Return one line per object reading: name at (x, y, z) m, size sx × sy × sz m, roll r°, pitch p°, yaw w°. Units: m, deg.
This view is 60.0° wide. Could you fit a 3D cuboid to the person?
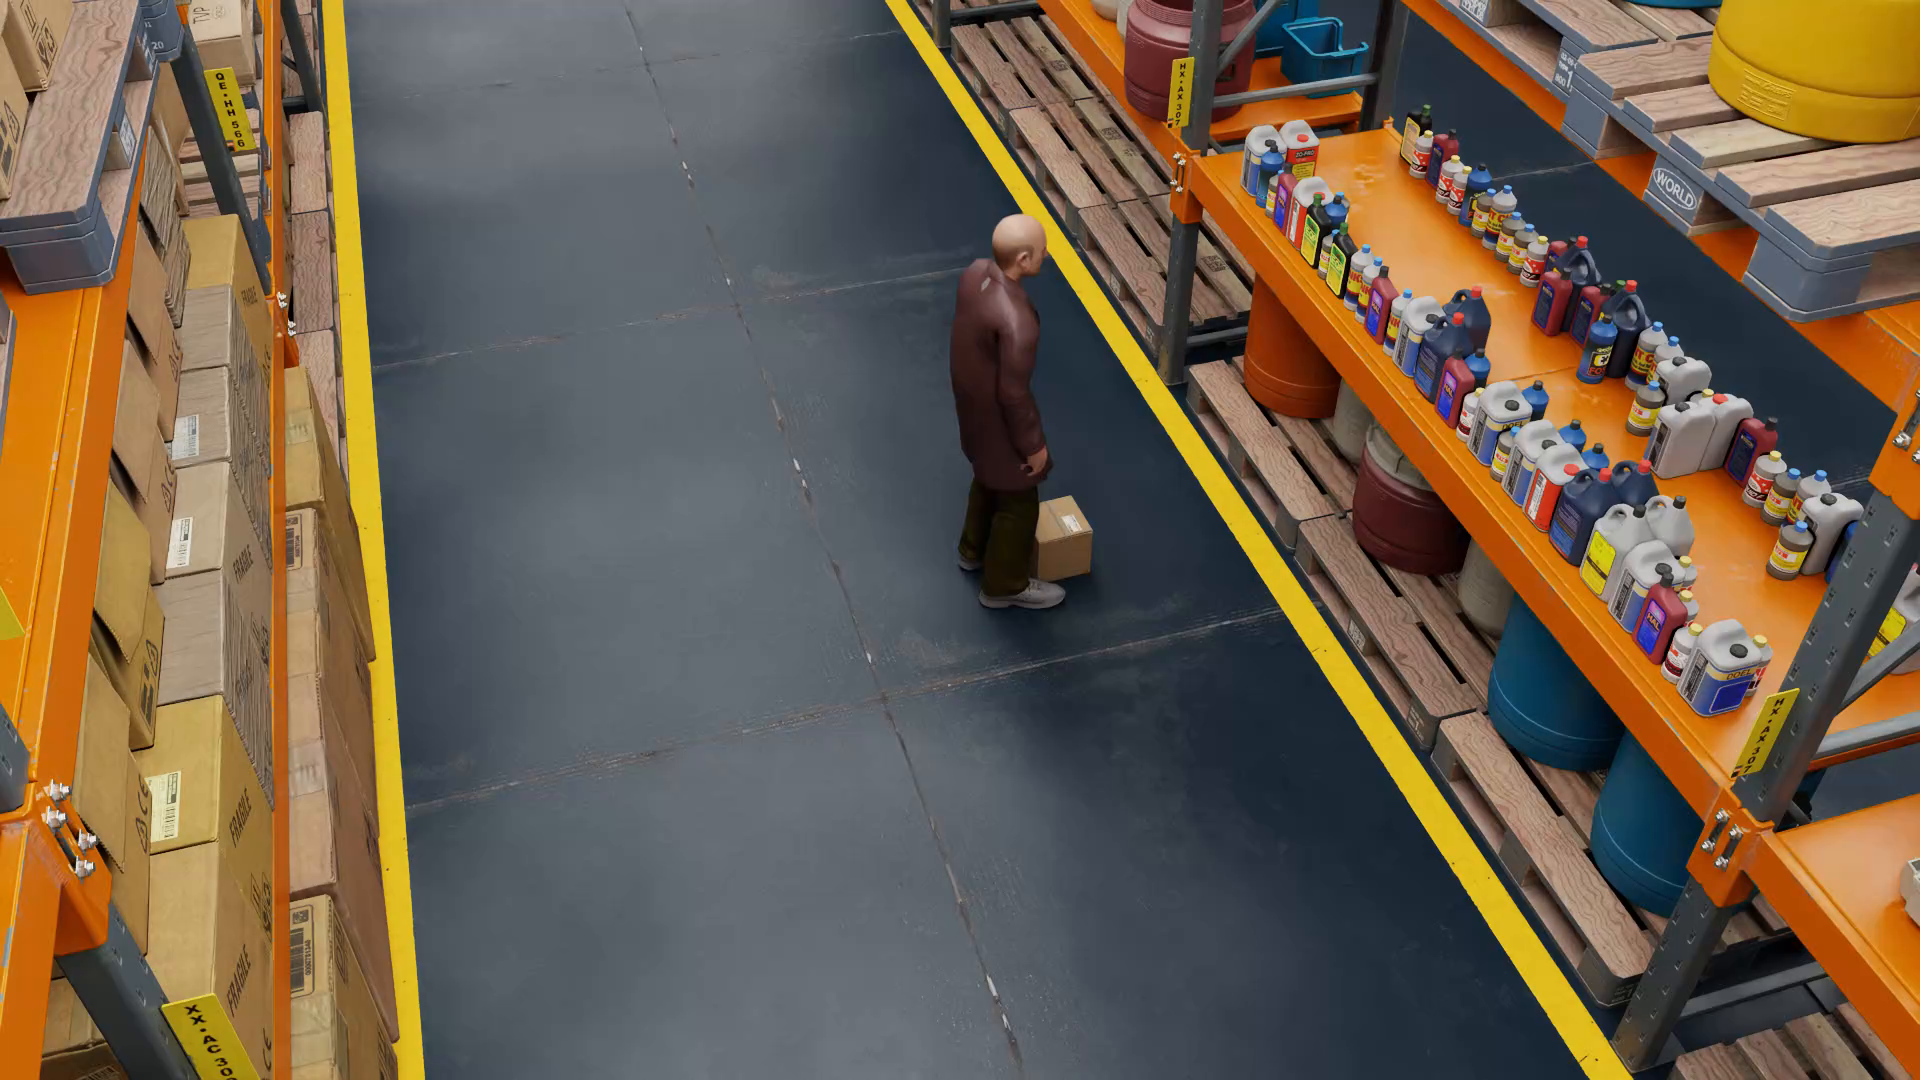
person at (0.183, -0.517, 6.751) m, size 0.423 × 1.774 × 0.643 m, roll -12°, pitch 43°, yaw -13°
